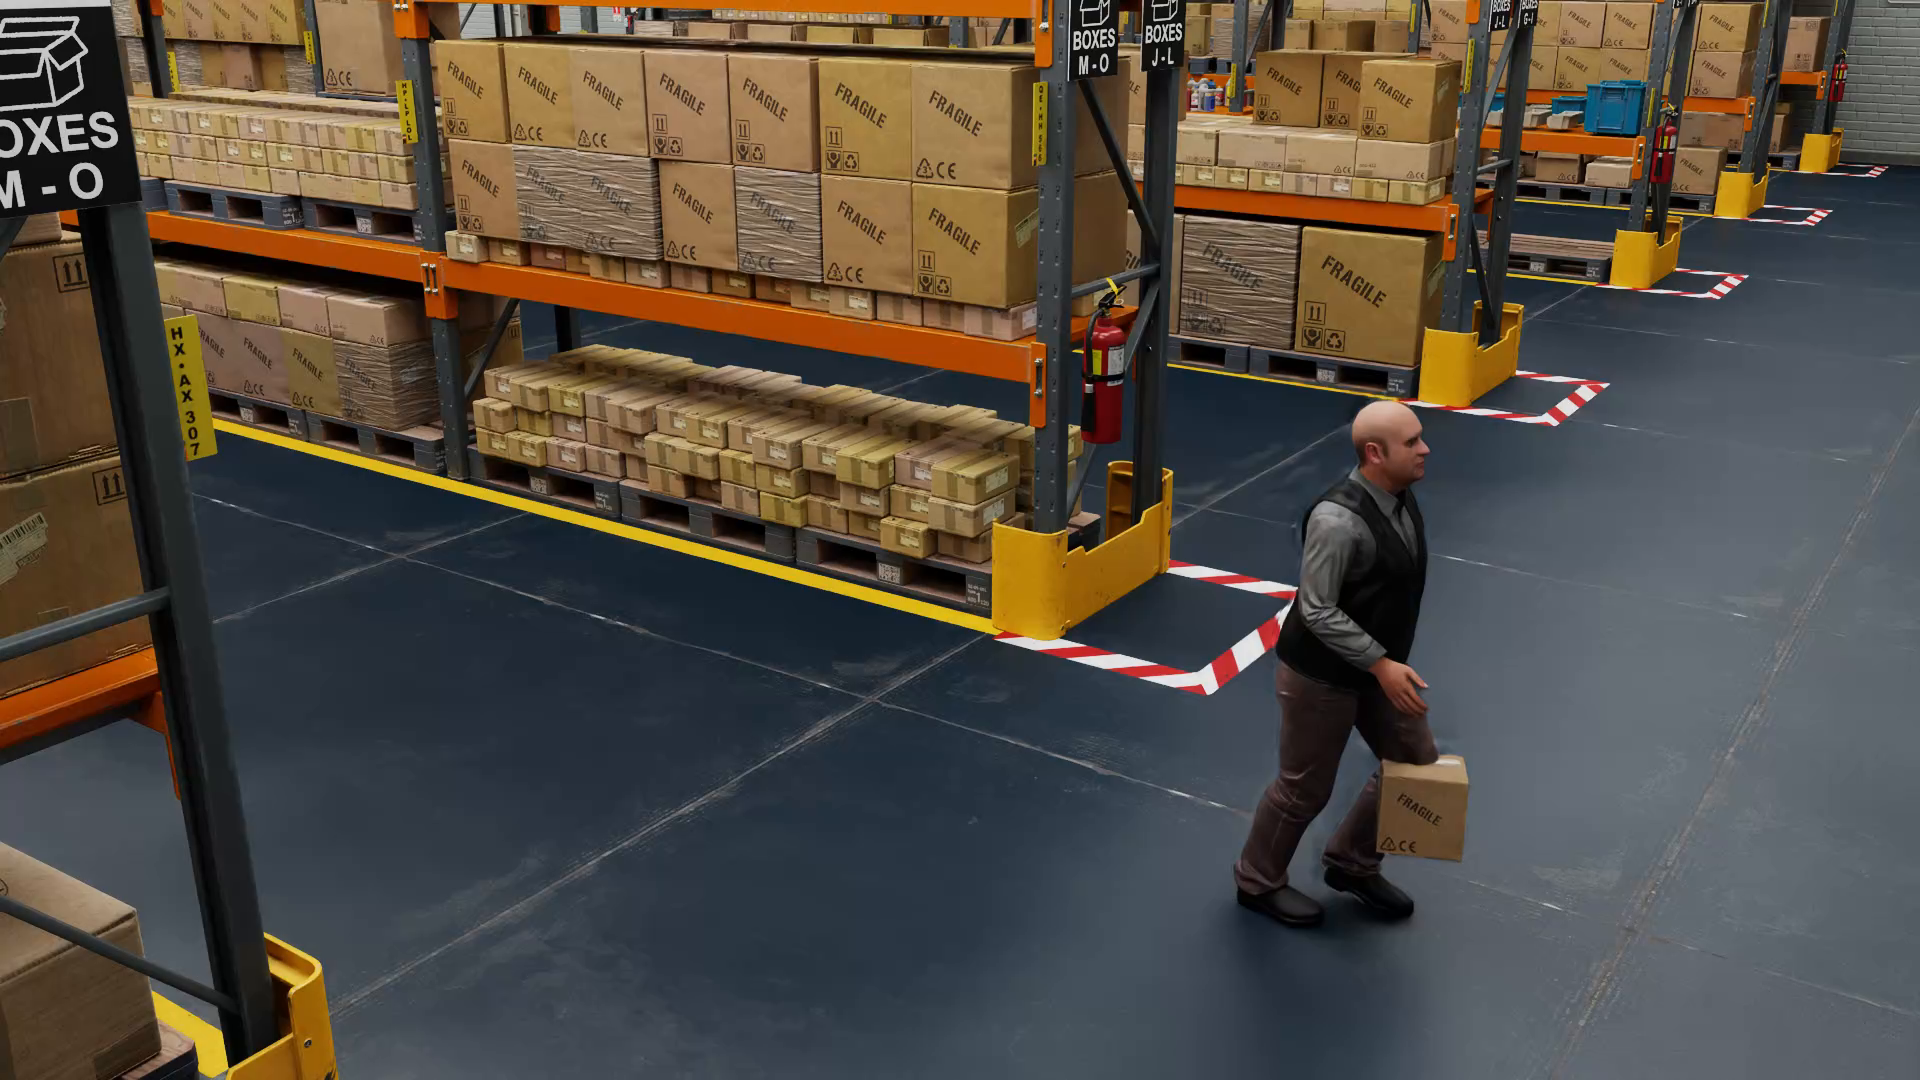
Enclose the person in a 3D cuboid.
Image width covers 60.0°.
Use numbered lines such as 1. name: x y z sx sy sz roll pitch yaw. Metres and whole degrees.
1. person: 1.192 0.395 5.035 0.637 1.697 0.658 15 24 35
